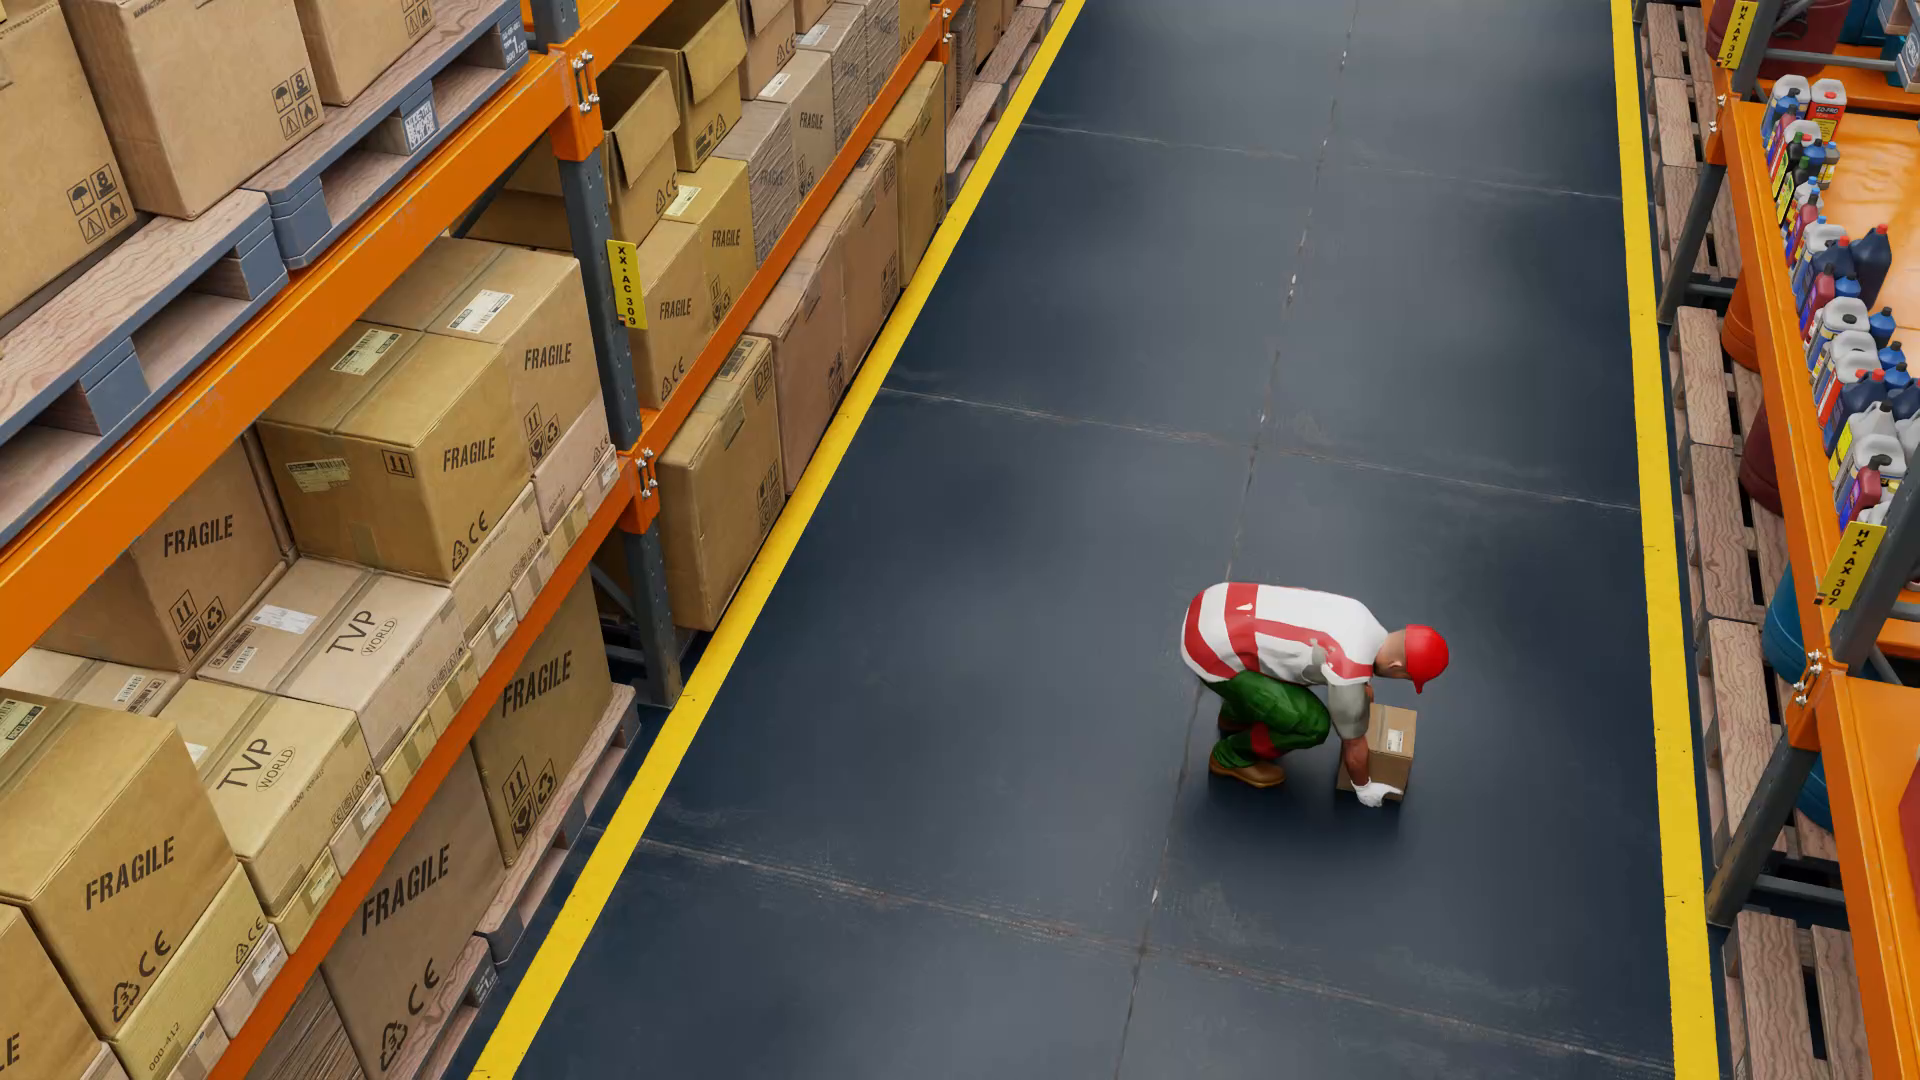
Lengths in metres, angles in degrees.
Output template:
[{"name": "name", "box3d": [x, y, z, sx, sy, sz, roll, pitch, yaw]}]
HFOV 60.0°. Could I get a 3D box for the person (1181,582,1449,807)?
[{"name": "person", "box3d": [1.301, 0.556, 6.266, 0.966, 0.831, 0.527, 9, 41, 10]}]
